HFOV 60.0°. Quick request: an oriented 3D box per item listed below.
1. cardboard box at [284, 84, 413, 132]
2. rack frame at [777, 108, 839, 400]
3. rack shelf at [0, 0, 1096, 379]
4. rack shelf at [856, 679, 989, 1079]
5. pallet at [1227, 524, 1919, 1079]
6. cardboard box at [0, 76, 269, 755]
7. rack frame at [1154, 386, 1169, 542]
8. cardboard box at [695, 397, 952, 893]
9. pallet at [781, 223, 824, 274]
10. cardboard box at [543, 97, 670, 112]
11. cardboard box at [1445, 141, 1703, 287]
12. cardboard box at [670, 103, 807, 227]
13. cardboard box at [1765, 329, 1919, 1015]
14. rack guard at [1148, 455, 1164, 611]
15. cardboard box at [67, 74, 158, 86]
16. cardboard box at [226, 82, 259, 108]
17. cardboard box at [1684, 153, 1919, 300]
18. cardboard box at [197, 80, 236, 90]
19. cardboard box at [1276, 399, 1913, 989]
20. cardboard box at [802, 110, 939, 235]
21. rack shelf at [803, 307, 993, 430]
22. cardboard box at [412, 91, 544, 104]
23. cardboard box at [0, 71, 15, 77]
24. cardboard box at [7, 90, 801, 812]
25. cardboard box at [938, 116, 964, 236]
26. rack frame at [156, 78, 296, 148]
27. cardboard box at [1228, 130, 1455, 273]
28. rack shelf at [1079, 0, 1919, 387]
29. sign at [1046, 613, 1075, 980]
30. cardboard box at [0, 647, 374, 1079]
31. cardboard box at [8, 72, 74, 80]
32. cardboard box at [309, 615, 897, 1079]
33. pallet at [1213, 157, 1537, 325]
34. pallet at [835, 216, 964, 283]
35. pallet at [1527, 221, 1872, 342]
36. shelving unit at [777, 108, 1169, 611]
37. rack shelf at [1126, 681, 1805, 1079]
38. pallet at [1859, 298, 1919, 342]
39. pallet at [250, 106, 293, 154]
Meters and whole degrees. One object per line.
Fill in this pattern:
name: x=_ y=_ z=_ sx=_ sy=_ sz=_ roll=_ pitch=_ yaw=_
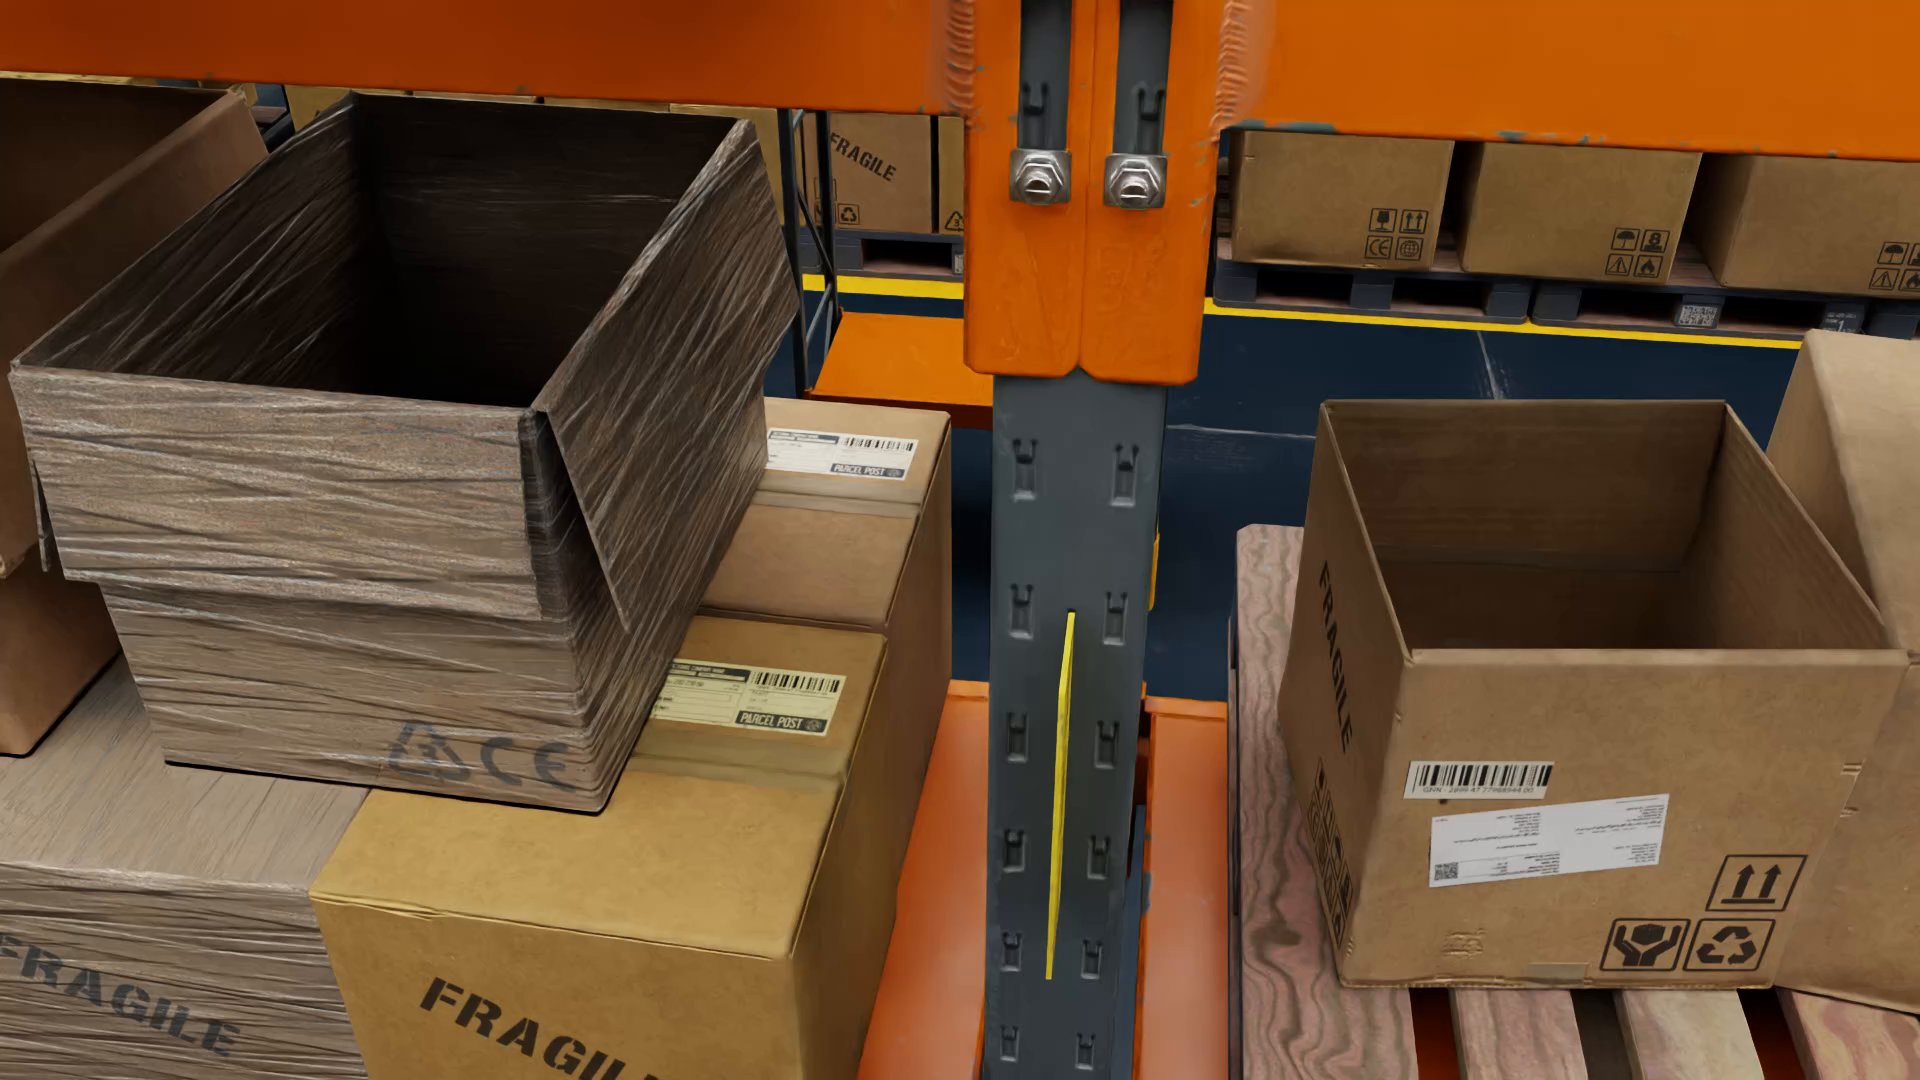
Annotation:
cardboard box: x=-2.387 y=-1.724 z=6.874 sx=0.500 sy=0.500 sz=0.500 roll=6 pitch=36 yaw=8
rack frame: x=-0.420 y=-0.642 z=4.858 sx=0.032 sy=1.500 sz=0.500 roll=4 pitch=36 yaw=6
rack shelf: x=-1.834 y=-0.708 z=1.697 sx=4.000 sy=0.370 sz=1.077 roll=4 pitch=36 yaw=6
rack shelf: x=-1.834 y=0.513 z=2.569 sx=4.000 sy=0.370 sz=1.077 roll=4 pitch=36 yaw=6
pallet: x=0.870 y=0.437 z=2.220 sx=1.003 sy=0.211 sz=1.213 roll=4 pitch=36 yaw=6
cardboard box: x=-1.220 y=-0.194 z=1.991 sx=0.637 sy=0.503 sz=0.797 roll=5 pitch=36 yaw=7
rack frame: x=0.589 y=-0.567 z=4.753 sx=0.032 sy=1.500 sz=0.500 roll=4 pitch=36 yaw=6
cardboard box: x=-0.298 y=0.134 z=2.393 sx=0.500 sy=0.500 sz=0.500 roll=5 pitch=36 yaw=7
pallet: x=-1.100 y=-1.498 z=7.167 sx=1.213 sy=0.211 sz=1.003 roll=4 pitch=36 yaw=6
cardboard box: x=-1.341 y=-1.655 z=6.778 sx=0.500 sy=0.500 sz=0.500 roll=5 pitch=36 yaw=7
cardboard box: x=2.342 y=-1.578 z=6.454 sx=0.750 sy=0.750 sz=1.050 roll=5 pitch=36 yaw=7
cardboard box: x=-0.846 y=-1.604 z=6.706 sx=0.500 sy=0.500 sz=0.500 roll=3 pitch=36 yaw=4
cardboard box: x=1.257 y=0.157 z=2.001 sx=0.500 sy=0.500 sz=0.700 roll=9 pitch=37 yaw=13
rack guard: x=0.570 y=-0.059 z=5.118 sx=0.087 sy=0.250 sz=0.587 roll=4 pitch=36 yaw=6
cardboard box: x=-3.472 y=-1.908 z=6.921 sx=0.250 sy=0.149 sz=0.380 roll=5 pitch=36 yaw=7
cardboard box: x=-3.406 y=-2.001 z=7.564 sx=0.250 sy=0.149 sz=0.380 roll=3 pitch=36 yaw=4
cardboard box: x=3.265 y=-1.509 z=6.358 sx=0.750 sy=0.750 sz=1.050 roll=4 pitch=36 yaw=6
cardboard box: x=-3.405 y=-2.121 z=7.477 sx=0.250 sy=0.149 sz=0.380 roll=6 pitch=36 yaw=8
cardboard box: x=0.690 y=0.173 z=1.978 sx=0.500 sy=0.500 sz=0.500 roll=0 pitch=36 yaw=0
cardboard box: x=-0.319 y=-1.575 z=6.664 sx=0.500 sy=0.500 sz=0.500 roll=6 pitch=36 yaw=8
rack shelf: x=0.085 y=-0.458 z=4.910 sx=1.000 sy=0.185 sz=0.538 roll=4 pitch=36 yaw=6
cardboard box: x=-1.862 y=-1.686 z=6.821 sx=0.500 sy=0.500 sz=0.500 roll=6 pitch=36 yaw=8
cardboard box: x=-3.978 y=-1.918 z=6.936 sx=0.250 sy=0.149 sz=0.380 roll=4 pitch=36 yaw=6
cardboard box: x=-0.574 y=-0.145 z=1.921 sx=0.637 sy=0.503 sz=0.797 roll=5 pitch=36 yaw=8
cardboard box: x=0.195 y=-1.534 z=6.608 sx=0.500 sy=0.500 sz=0.500 roll=4 pitch=36 yaw=6
rack frame: x=-3.086 y=-2.778 z=6.561 sx=0.127 sy=3.000 sz=1.000 roll=4 pitch=36 yaw=6
cardboard box: x=1.474 y=-1.641 z=6.542 sx=0.750 sy=0.750 sz=1.050 roll=4 pitch=36 yaw=5
rack shelf: x=2.133 y=-0.412 z=1.283 sx=4.000 sy=0.370 sz=1.077 roll=4 pitch=36 yaw=6
sign: x=0.082 y=0.217 z=1.368 sx=0.005 sy=0.325 sz=0.100 roll=4 pitch=36 yaw=6
cardboard box: x=-0.865 y=0.393 z=2.031 sx=0.500 sy=0.500 sz=0.500 roll=4 pitch=36 yaw=6
cardboard box: x=-3.731 y=-1.904 z=6.916 sx=0.250 sy=0.149 sz=0.380 roll=5 pitch=36 yaw=7
cardboard box: x=-0.372 y=0.433 z=1.975 sx=0.500 sy=0.500 sz=0.500 roll=5 pitch=36 yaw=7
pallet: x=1.654 y=-1.246 z=6.814 sx=1.213 sy=0.211 sz=1.003 roll=4 pitch=36 yaw=6
pallet: x=0.107 y=-1.406 z=7.039 sx=1.213 sy=0.211 sz=1.003 roll=4 pitch=36 yaw=6
pallet: x=2.860 y=-1.154 z=6.685 sx=1.213 sy=0.211 sz=1.003 roll=4 pitch=36 yaw=6
shelving unit: x=0.076 y=-0.605 z=4.806 sx=1.083 sy=1.500 sz=0.587 roll=4 pitch=36 yaw=6
rack shelf: x=2.133 y=0.809 z=2.154 sx=4.000 sy=0.370 sz=1.077 roll=4 pitch=36 yaw=6
pallet: x=4.074 y=-1.065 z=6.561 sx=1.213 sy=0.211 sz=1.003 roll=4 pitch=36 yaw=6
pallet: x=-3.757 y=-1.673 z=7.412 sx=1.213 sy=0.211 sz=1.003 roll=4 pitch=36 yaw=6
